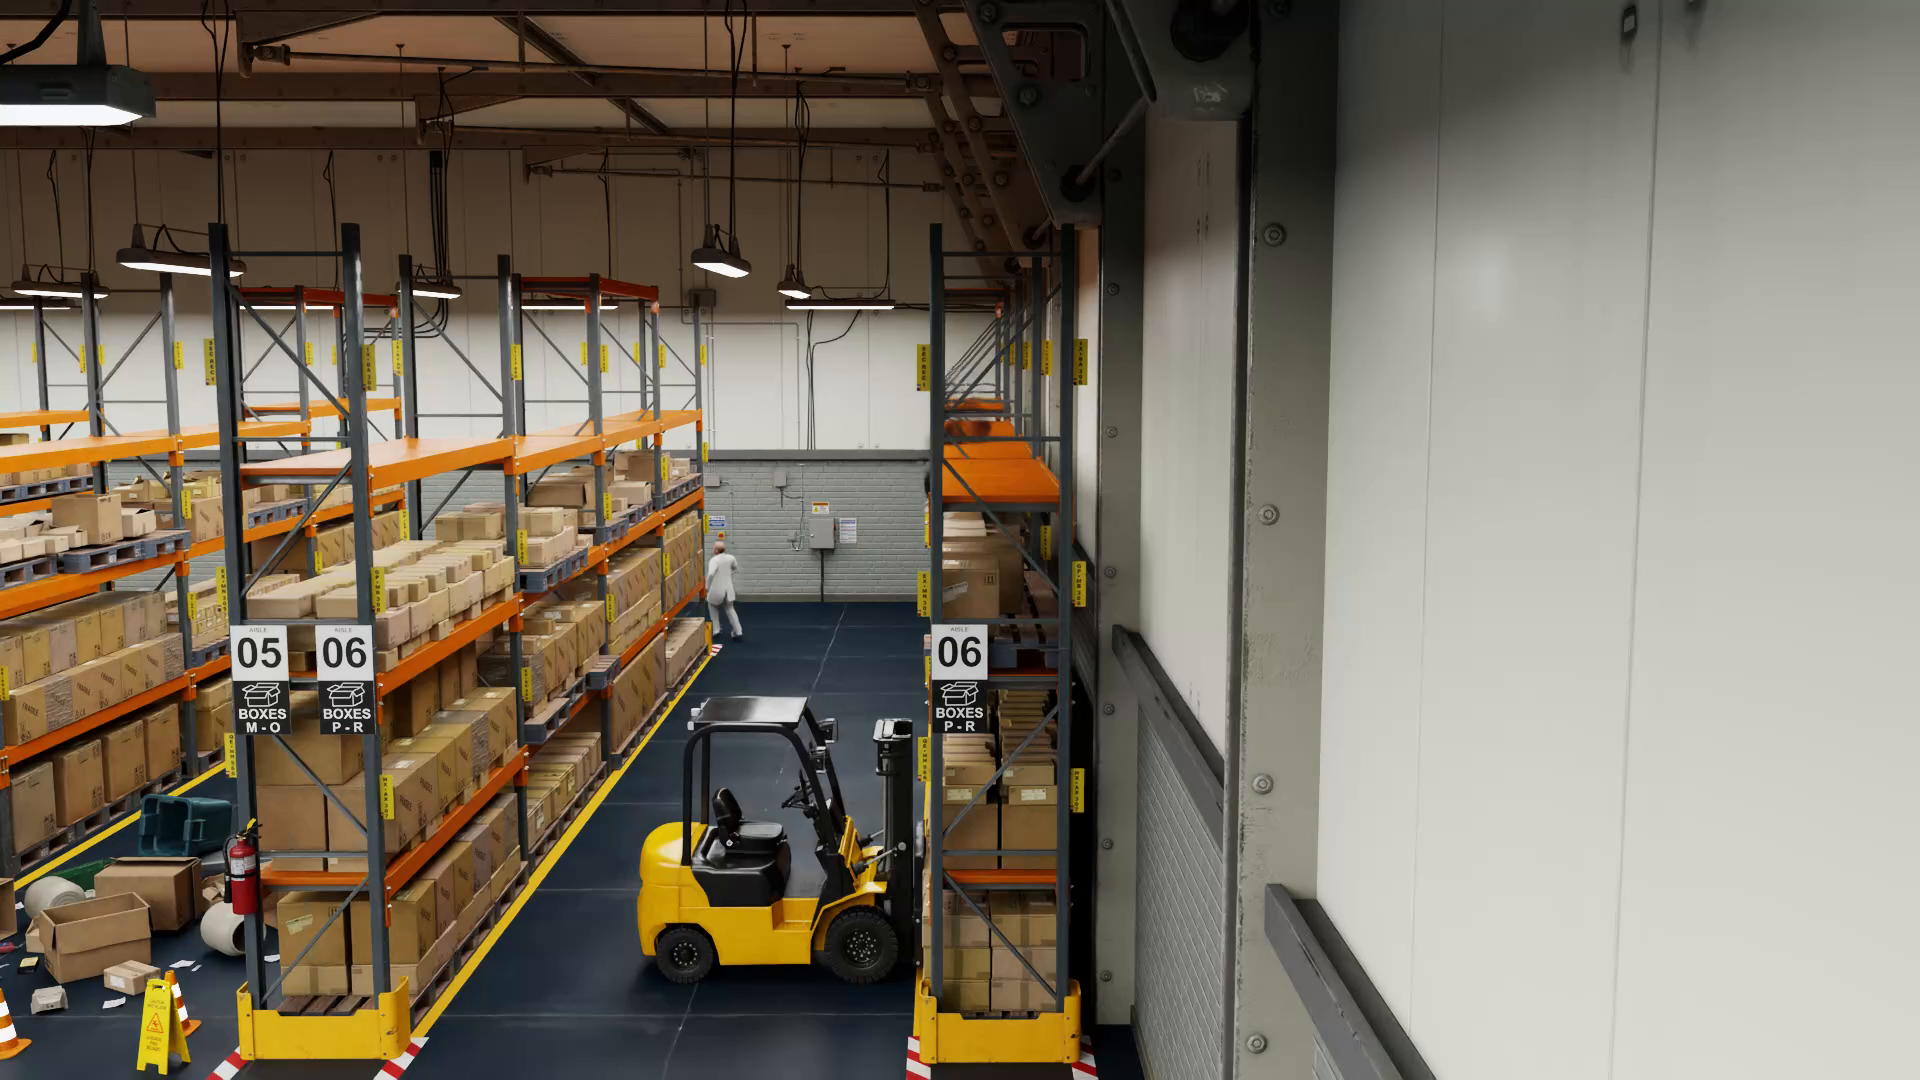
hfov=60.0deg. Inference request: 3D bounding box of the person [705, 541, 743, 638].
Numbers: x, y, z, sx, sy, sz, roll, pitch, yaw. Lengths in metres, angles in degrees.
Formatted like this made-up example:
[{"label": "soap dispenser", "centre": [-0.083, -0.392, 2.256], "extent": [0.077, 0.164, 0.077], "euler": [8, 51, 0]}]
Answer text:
[{"label": "person", "centre": [-4.265, 0.883, 29.289], "extent": [0.757, 1.772, 0.920], "euler": [-5, 8, -36]}]
